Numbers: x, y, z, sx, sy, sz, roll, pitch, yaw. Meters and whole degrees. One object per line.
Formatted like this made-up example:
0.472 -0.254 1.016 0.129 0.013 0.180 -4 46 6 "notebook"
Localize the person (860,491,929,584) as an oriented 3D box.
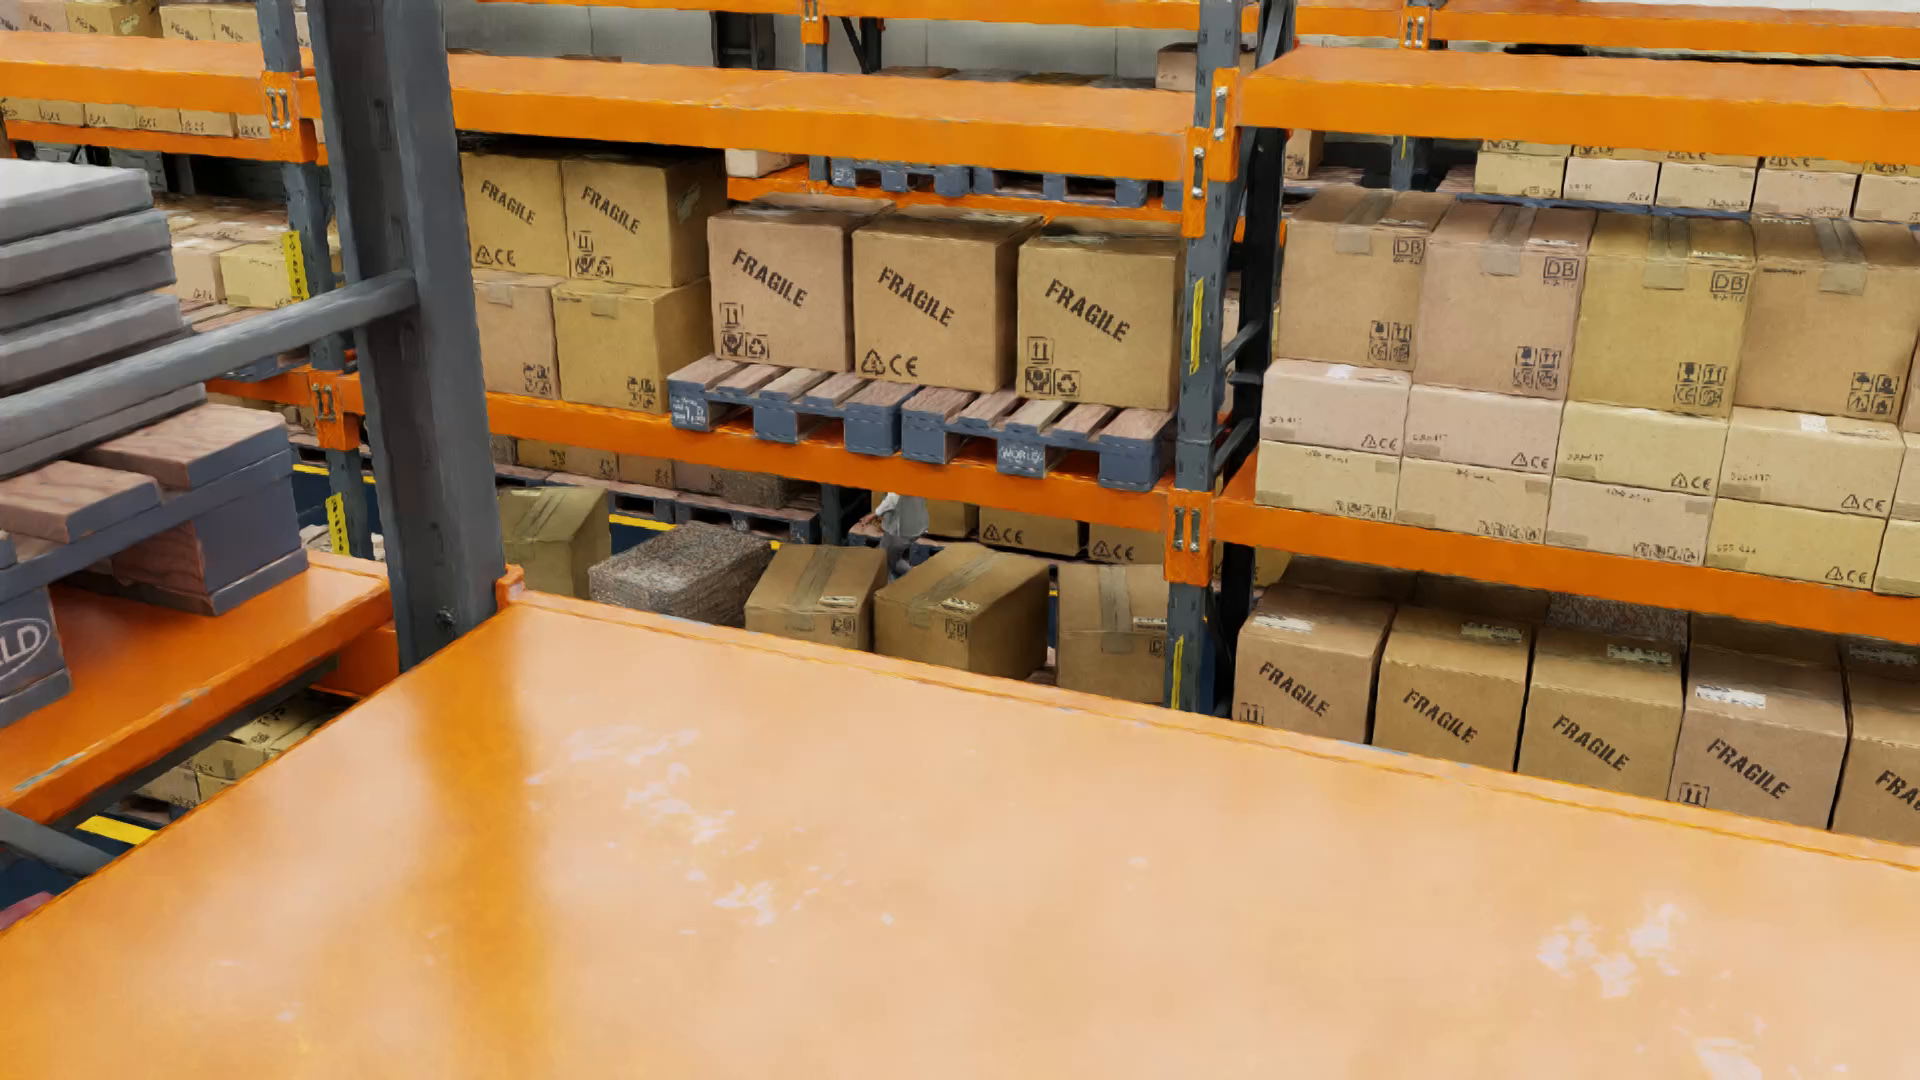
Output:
-0.424 -0.093 11.149 0.435 1.559 0.600 9 24 20 "person"
